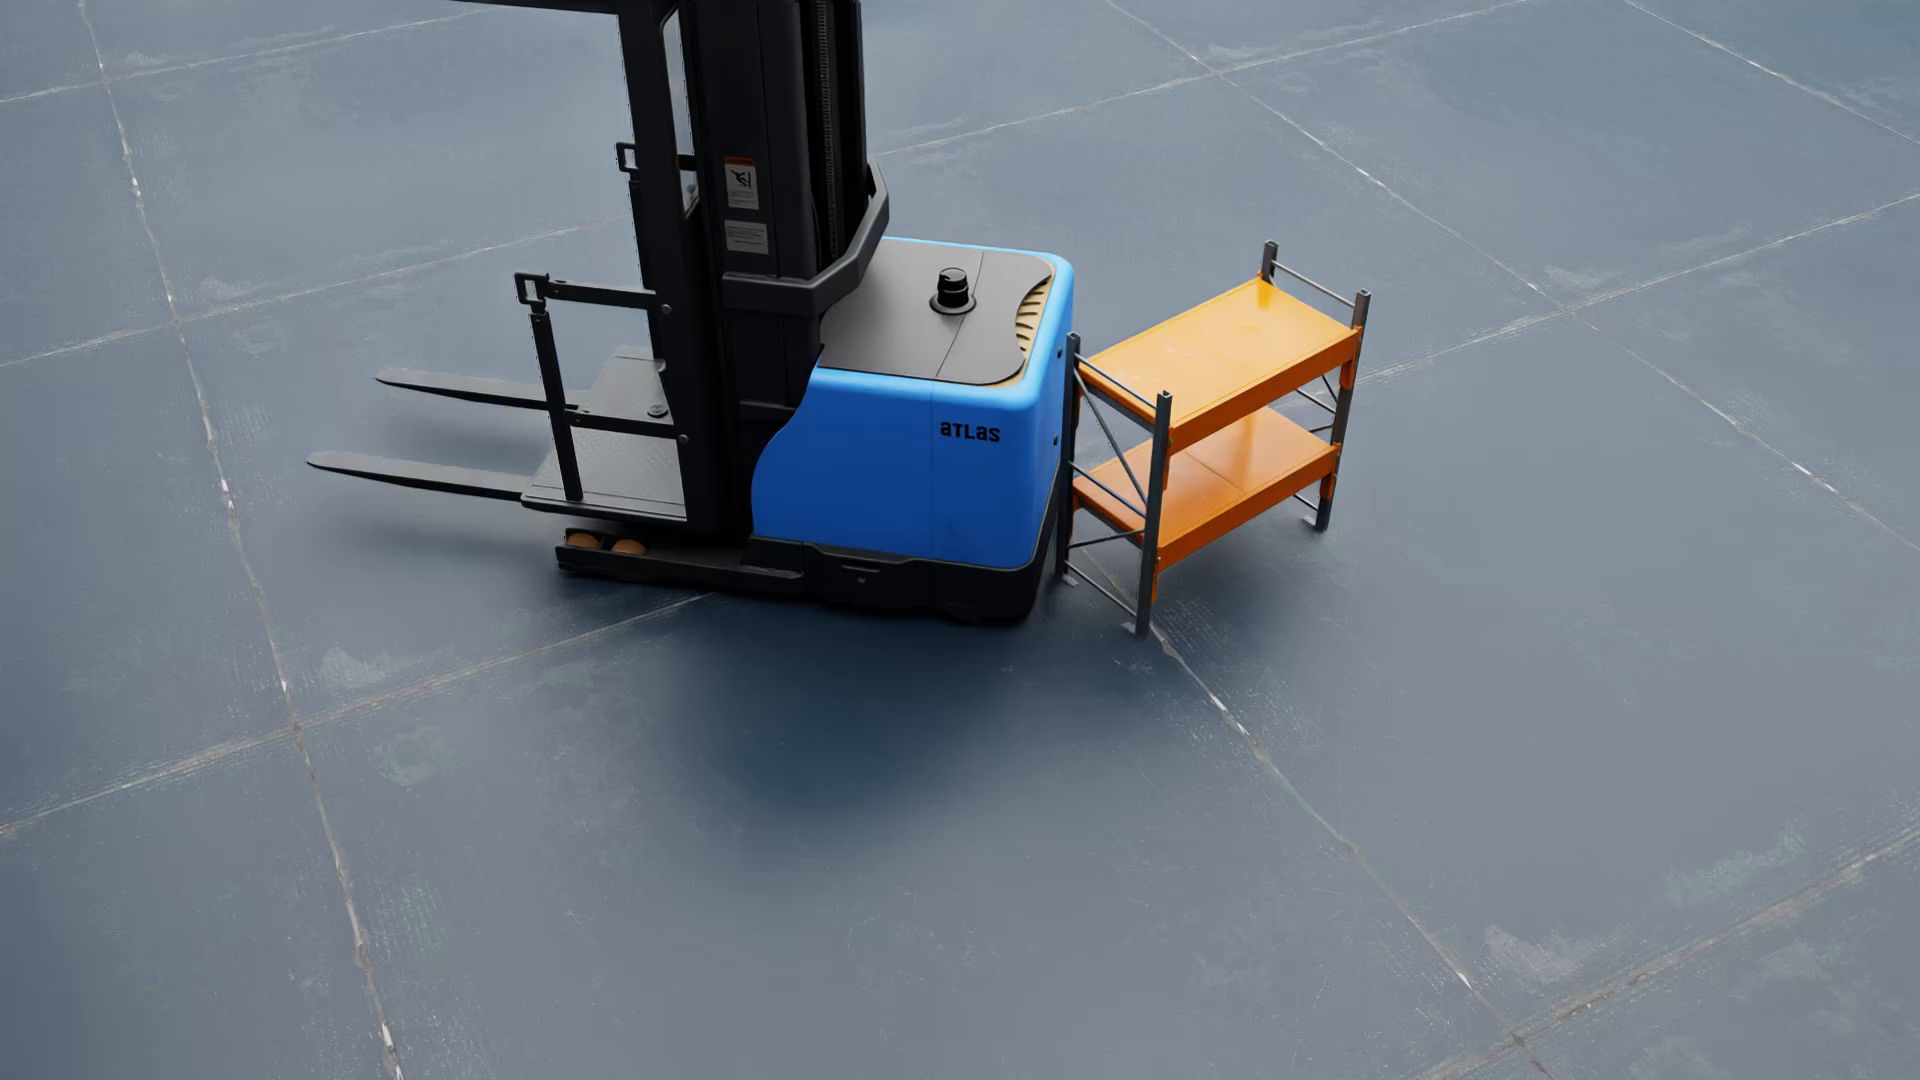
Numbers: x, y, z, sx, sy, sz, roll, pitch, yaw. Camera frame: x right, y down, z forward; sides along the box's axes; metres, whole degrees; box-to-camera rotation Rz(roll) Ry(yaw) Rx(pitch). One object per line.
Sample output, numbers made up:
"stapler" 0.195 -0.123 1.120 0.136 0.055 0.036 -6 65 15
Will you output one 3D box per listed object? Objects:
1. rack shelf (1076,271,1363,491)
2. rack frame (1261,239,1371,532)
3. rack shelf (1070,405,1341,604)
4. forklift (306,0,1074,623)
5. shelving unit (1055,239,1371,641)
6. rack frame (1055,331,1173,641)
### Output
"rack shelf" 0.940 -0.608 6.145 1.000 0.278 0.538 -28 47 -29
"rack frame" 1.334 -0.592 6.579 0.032 1.125 0.500 -28 47 -29
"rack shelf" 0.940 -0.198 6.492 1.000 0.278 0.538 -28 47 -29
"forklift" -1.119 -1.282 5.996 3.031 2.935 1.130 8 41 9
"shelving unit" 0.940 -0.385 6.334 1.048 1.125 0.538 -28 47 -29
"rack frame" 0.545 -0.178 6.089 0.032 1.125 0.500 -28 47 -29
